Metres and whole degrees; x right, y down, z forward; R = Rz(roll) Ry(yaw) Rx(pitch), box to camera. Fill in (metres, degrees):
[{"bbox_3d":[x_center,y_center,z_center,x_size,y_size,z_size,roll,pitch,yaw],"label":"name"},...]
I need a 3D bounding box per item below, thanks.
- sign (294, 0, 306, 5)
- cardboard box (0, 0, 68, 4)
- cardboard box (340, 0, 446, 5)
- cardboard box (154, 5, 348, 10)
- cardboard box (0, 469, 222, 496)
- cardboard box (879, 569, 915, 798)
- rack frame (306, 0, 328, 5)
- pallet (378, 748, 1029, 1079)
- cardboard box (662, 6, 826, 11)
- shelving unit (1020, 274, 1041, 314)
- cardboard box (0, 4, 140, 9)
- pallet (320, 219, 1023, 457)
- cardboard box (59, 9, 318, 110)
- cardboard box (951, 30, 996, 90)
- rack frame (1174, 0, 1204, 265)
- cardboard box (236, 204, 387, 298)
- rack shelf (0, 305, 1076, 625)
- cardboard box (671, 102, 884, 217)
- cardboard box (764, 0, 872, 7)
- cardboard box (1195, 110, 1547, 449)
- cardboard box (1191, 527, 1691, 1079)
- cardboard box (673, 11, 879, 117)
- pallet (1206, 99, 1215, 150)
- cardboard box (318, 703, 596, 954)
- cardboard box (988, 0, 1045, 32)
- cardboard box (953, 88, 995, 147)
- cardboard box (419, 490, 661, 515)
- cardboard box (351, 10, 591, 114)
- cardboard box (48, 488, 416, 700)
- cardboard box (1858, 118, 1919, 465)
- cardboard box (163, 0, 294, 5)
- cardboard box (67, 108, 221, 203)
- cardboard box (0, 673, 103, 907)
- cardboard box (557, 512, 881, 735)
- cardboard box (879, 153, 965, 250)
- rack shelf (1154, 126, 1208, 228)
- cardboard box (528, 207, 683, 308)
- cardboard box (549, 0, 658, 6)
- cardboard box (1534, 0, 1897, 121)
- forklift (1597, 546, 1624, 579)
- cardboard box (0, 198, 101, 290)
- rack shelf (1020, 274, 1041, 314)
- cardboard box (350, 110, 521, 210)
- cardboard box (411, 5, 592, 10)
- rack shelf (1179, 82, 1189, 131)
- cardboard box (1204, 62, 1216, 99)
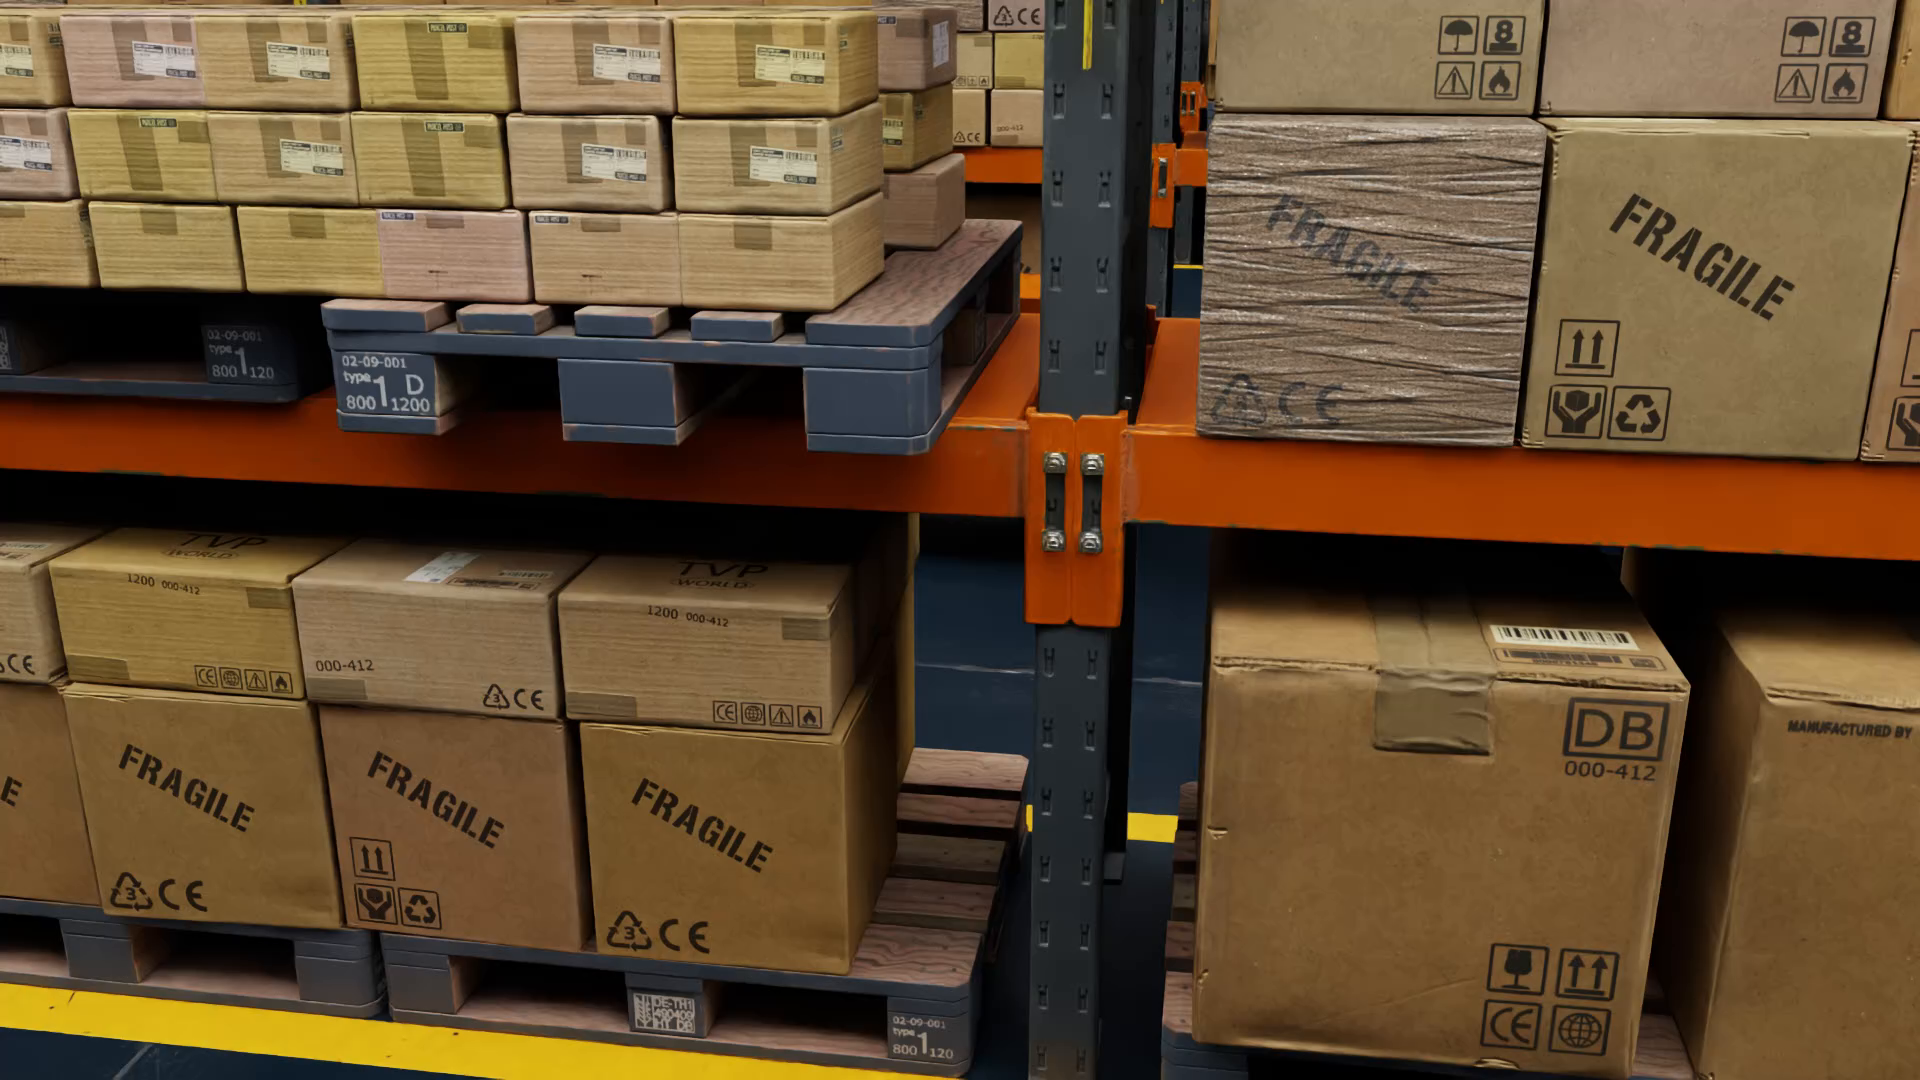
[{"bbox_3d":[-3.080,-2.562,7.743,0.005,0.325,0.100,3,19,9],"label":"sign"},{"bbox_3d":[-4.507,-2.797,8.202,0.500,0.500,0.500,3,19,9],"label":"cardboard box"},{"bbox_3d":[-2.604,-2.697,7.903,0.500,0.500,0.500,3,19,9],"label":"cardboard box"},{"bbox_3d":[-1.453,-1.042,3.487,0.250,0.149,0.380,3,19,10],"label":"cardboard box"},{"bbox_3d":[-1.874,-0.091,3.942,0.500,0.250,0.500,2,19,6],"label":"cardboard box"},{"bbox_3d":[-0.387,0.340,3.836,0.500,0.500,0.500,2,19,6],"label":"cardboard box"},{"bbox_3d":[-2.993,-2.288,8.412,0.127,3.000,1.000,3,19,9],"label":"rack frame"},{"bbox_3d":[-0.501,0.752,3.722,1.213,0.211,1.003,3,19,9],"label":"pallet"},{"bbox_3d":[-0.421,-0.989,3.328,0.250,0.149,0.380,2,19,7],"label":"cardboard box"},{"bbox_3d":[-0.007,-0.534,6.126,1.048,1.125,0.538,3,19,9],"label":"shelving unit"},{"bbox_3d":[-1.965,-1.069,3.567,0.250,0.149,0.380,2,19,6],"label":"cardboard box"},{"bbox_3d":[-0.450,-0.442,3.199,1.003,0.211,1.213,3,19,9],"label":"pallet"},{"bbox_3d":[-1.293,-0.826,2.842,0.250,0.149,0.380,3,19,9],"label":"cardboard box"},{"bbox_3d":[-0.069,-2.222,7.664,0.500,0.250,0.500,2,19,7],"label":"cardboard box"},{"bbox_3d":[1.740,-3.641,12.459,0.127,3.000,1.000,3,19,9],"label":"rack frame"},{"bbox_3d":[-1.034,-0.531,2.896,0.250,0.149,0.380,3,19,8],"label":"cardboard box"},{"bbox_3d":[-1.704,-0.290,3.576,4.000,0.370,1.077,3,19,9],"label":"rack shelf"},{"bbox_3d":[-0.289,-0.634,2.735,0.250,0.149,0.380,3,19,10],"label":"cardboard box"},{"bbox_3d":[-0.593,-2.602,7.620,0.500,0.500,0.500,3,19,9],"label":"cardboard box"},{"bbox_3d":[0.671,-0.471,2.825,0.500,0.500,0.500,3,19,9],"label":"cardboard box"},{"bbox_3d":[0.858,0.396,3.275,0.750,0.750,1.050,3,19,8],"label":"cardboard box"},{"bbox_3d":[-0.286,-0.774,2.684,0.250,0.149,0.380,2,19,6],"label":"cardboard box"},{"bbox_3d":[1.677,-1.993,7.834,1.003,0.211,1.213,3,19,9],"label":"pallet"},{"bbox_3d":[-0.932,0.477,3.427,0.500,0.500,0.500,4,19,11],"label":"cardboard box"},{"bbox_3d":[0.404,-2.552,7.469,0.500,0.500,0.500,2,19,7],"label":"cardboard box"},{"bbox_3d":[-0.091,-1.980,7.730,0.500,0.250,0.500,3,19,10],"label":"cardboard box"},{"bbox_3d":[-0.872,-0.036,3.778,0.500,0.250,0.500,3,19,8],"label":"cardboard box"},{"bbox_3d":[-0.792,-0.800,2.763,0.250,0.149,0.380,4,19,10],"label":"cardboard box"},{"bbox_3d":[-1.446,0.096,3.386,0.500,0.250,0.500,3,19,10],"label":"cardboard box"},{"bbox_3d":[1.672,-0.420,2.675,0.500,0.500,0.500,3,19,9],"label":"cardboard box"},{"bbox_3d":[-3.503,-2.746,8.050,0.500,0.500,0.500,3,19,8],"label":"cardboard box"},{"bbox_3d":[-1.306,-0.685,2.888,0.250,0.149,0.380,3,19,8],"label":"cardboard box"},{"bbox_3d":[-1.949,0.423,3.589,0.500,0.500,0.500,3,19,10],"label":"cardboard box"},{"bbox_3d":[-0.446,0.148,3.229,0.500,0.250,0.500,2,19,7],"label":"cardboard box"},{"bbox_3d":[-0.139,-0.696,3.390,0.250,0.149,0.380,3,19,8],"label":"cardboard box"},{"bbox_3d":[2.931,-1.644,7.624,4.000,0.370,1.077,3,19,9],"label":"rack shelf"},{"bbox_3d":[-0.534,-0.504,2.817,0.250,0.149,0.380,3,19,9],"label":"cardboard box"},{"bbox_3d":[-1.603,-2.654,7.774,0.500,0.500,0.500,2,19,7],"label":"cardboard box"},{"bbox_3d":[1.212,-1.001,2.835,0.500,0.500,0.700,3,19,8],"label":"cardboard box"},{"bbox_3d":[2.630,-1.172,5.186,3.031,2.935,1.130,5,19,14],"label":"forklift"},{"bbox_3d":[-1.555,-0.557,2.976,0.250,0.149,0.380,3,19,10],"label":"cardboard box"},{"bbox_3d":[-0.007,-0.811,6.033,1.000,0.278,0.538,3,19,9],"label":"rack shelf"},{"bbox_3d":[-0.813,-0.659,2.810,0.250,0.149,0.380,3,19,10],"label":"cardboard box"},{"bbox_3d":[-0.923,-1.016,3.410,0.250,0.149,0.380,2,19,6],"label":"cardboard box"},{"bbox_3d":[-0.235,-3.401,12.874,4.000,0.370,1.077,3,19,9],"label":"rack shelf"},{"bbox_3d":[1.248,-2.092,7.561,0.250,0.149,0.380,2,19,5],"label":"cardboard box"}]
